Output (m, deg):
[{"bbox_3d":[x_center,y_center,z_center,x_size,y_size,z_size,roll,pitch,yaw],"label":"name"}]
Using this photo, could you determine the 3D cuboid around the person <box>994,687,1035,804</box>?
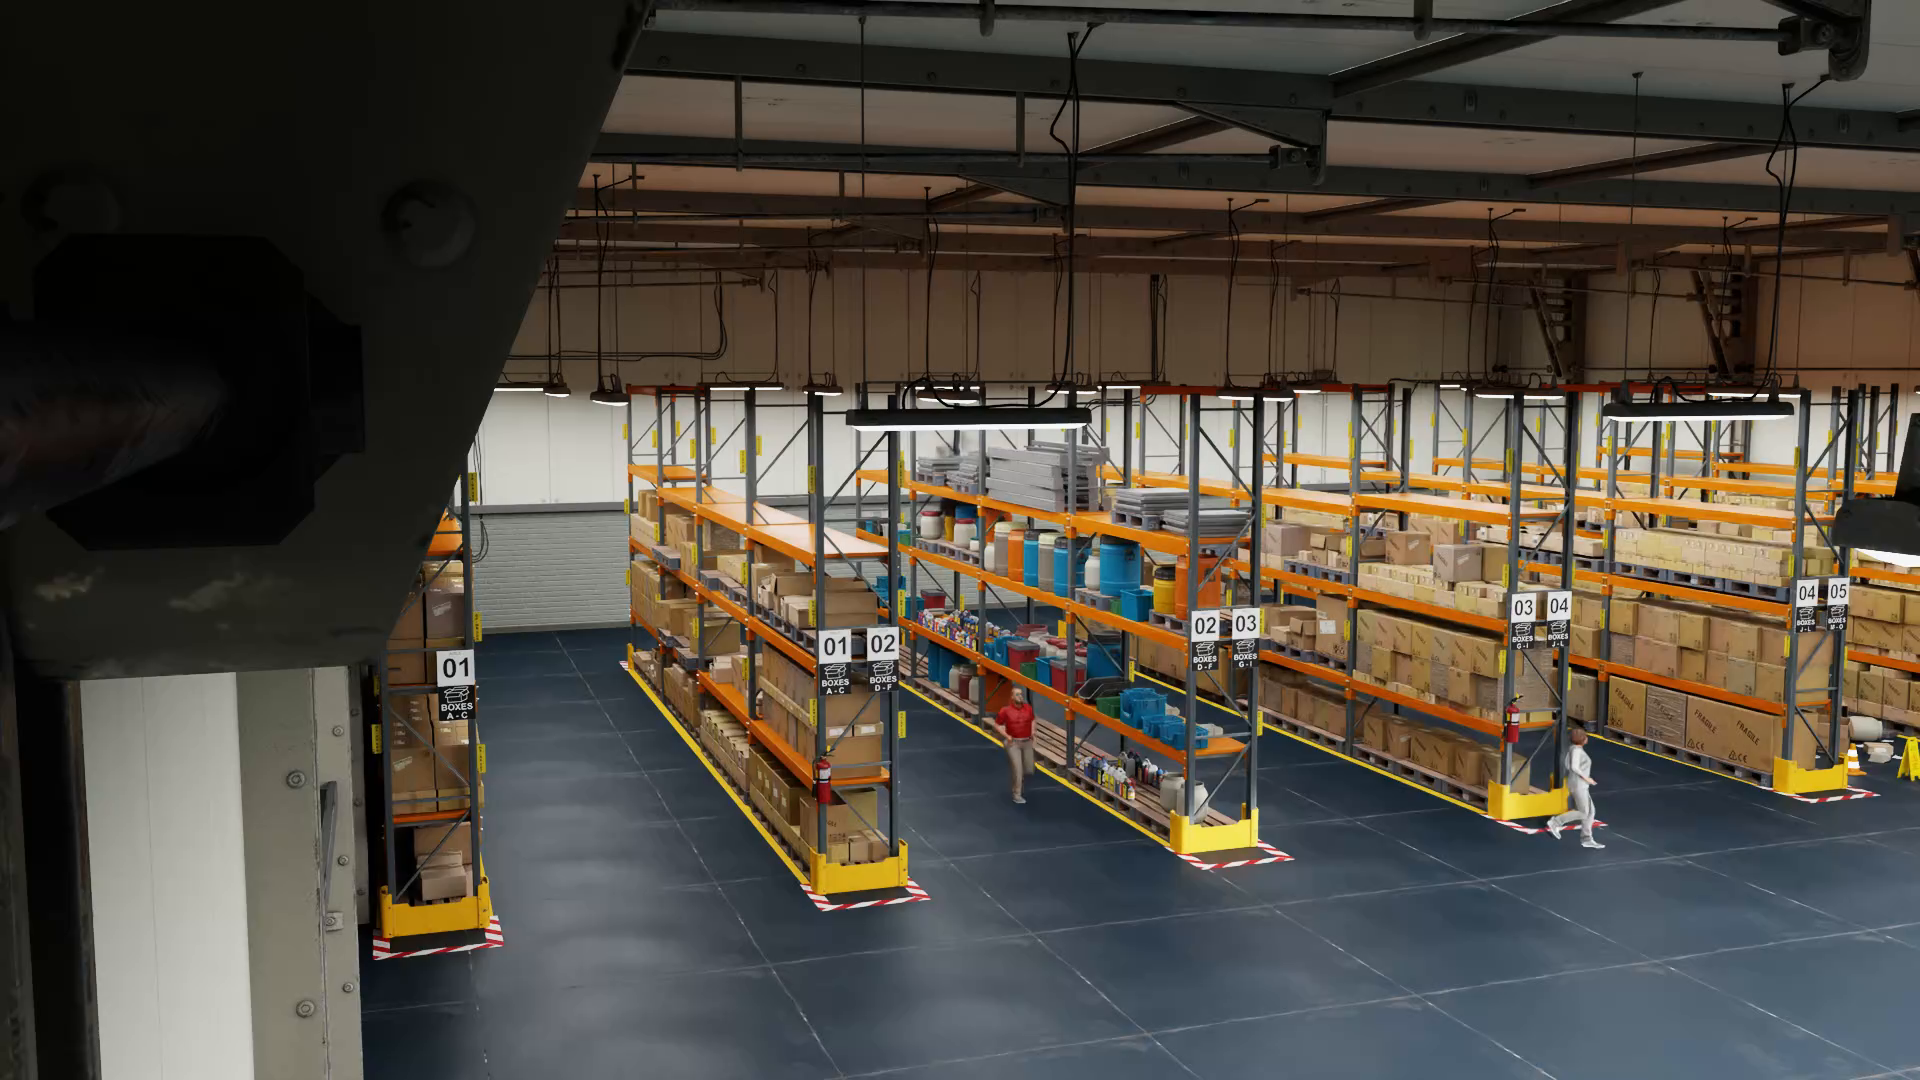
[{"bbox_3d":[0.837,2.987,24.316,0.661,1.672,0.594,-2,6,-23],"label":"person"}]

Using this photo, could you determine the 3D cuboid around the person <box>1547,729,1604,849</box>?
[{"bbox_3d":[8.196,3.285,22.129,0.715,1.550,0.592,2,6,15],"label":"person"}]
